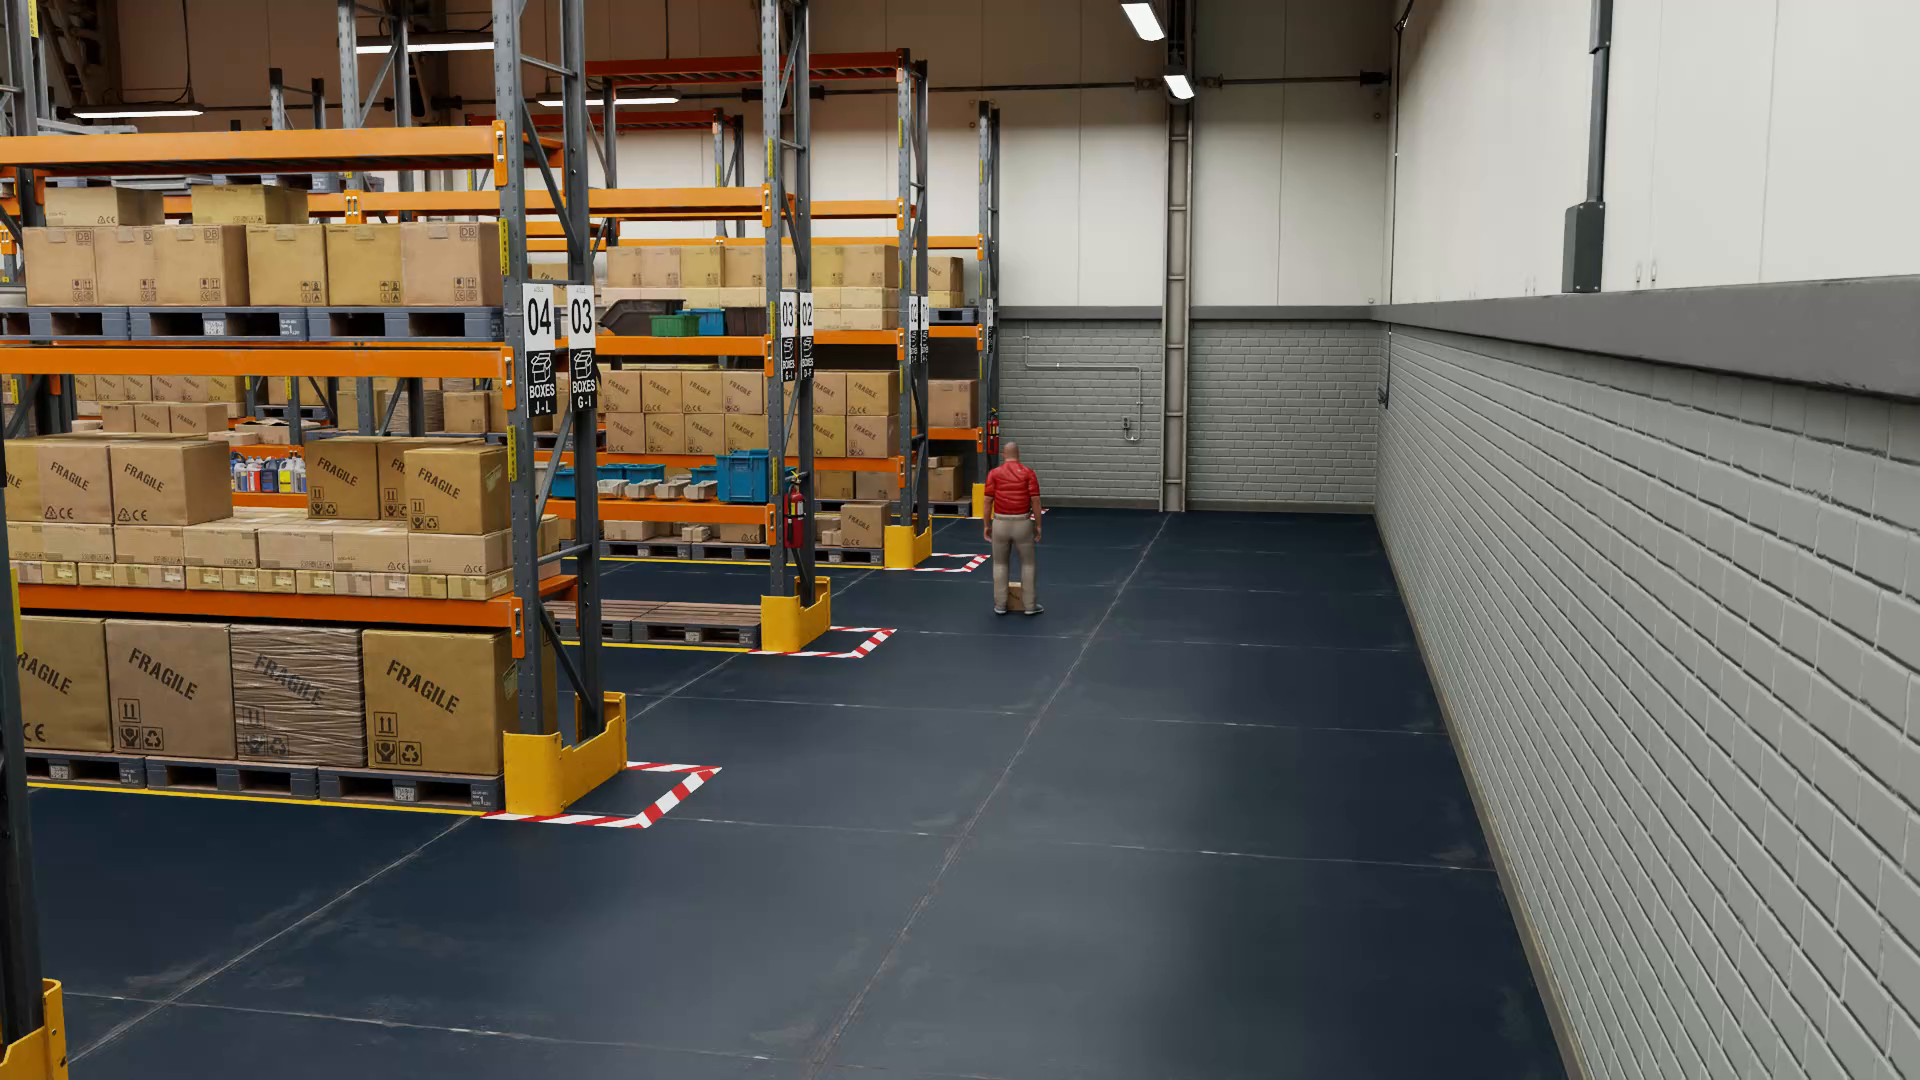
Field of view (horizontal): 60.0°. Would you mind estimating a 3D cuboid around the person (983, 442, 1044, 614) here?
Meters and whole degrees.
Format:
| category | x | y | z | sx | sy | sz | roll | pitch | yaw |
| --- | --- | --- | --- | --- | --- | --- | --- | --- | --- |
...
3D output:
| category | x | y | z | sx | sy | sz | roll | pitch | yaw |
| --- | --- | --- | --- | --- | --- | --- | --- | --- | --- |
| person | 0.534 | -0.118 | 16.714 | 0.606 | 1.726 | 0.393 | 1 | 8 | 8 |
